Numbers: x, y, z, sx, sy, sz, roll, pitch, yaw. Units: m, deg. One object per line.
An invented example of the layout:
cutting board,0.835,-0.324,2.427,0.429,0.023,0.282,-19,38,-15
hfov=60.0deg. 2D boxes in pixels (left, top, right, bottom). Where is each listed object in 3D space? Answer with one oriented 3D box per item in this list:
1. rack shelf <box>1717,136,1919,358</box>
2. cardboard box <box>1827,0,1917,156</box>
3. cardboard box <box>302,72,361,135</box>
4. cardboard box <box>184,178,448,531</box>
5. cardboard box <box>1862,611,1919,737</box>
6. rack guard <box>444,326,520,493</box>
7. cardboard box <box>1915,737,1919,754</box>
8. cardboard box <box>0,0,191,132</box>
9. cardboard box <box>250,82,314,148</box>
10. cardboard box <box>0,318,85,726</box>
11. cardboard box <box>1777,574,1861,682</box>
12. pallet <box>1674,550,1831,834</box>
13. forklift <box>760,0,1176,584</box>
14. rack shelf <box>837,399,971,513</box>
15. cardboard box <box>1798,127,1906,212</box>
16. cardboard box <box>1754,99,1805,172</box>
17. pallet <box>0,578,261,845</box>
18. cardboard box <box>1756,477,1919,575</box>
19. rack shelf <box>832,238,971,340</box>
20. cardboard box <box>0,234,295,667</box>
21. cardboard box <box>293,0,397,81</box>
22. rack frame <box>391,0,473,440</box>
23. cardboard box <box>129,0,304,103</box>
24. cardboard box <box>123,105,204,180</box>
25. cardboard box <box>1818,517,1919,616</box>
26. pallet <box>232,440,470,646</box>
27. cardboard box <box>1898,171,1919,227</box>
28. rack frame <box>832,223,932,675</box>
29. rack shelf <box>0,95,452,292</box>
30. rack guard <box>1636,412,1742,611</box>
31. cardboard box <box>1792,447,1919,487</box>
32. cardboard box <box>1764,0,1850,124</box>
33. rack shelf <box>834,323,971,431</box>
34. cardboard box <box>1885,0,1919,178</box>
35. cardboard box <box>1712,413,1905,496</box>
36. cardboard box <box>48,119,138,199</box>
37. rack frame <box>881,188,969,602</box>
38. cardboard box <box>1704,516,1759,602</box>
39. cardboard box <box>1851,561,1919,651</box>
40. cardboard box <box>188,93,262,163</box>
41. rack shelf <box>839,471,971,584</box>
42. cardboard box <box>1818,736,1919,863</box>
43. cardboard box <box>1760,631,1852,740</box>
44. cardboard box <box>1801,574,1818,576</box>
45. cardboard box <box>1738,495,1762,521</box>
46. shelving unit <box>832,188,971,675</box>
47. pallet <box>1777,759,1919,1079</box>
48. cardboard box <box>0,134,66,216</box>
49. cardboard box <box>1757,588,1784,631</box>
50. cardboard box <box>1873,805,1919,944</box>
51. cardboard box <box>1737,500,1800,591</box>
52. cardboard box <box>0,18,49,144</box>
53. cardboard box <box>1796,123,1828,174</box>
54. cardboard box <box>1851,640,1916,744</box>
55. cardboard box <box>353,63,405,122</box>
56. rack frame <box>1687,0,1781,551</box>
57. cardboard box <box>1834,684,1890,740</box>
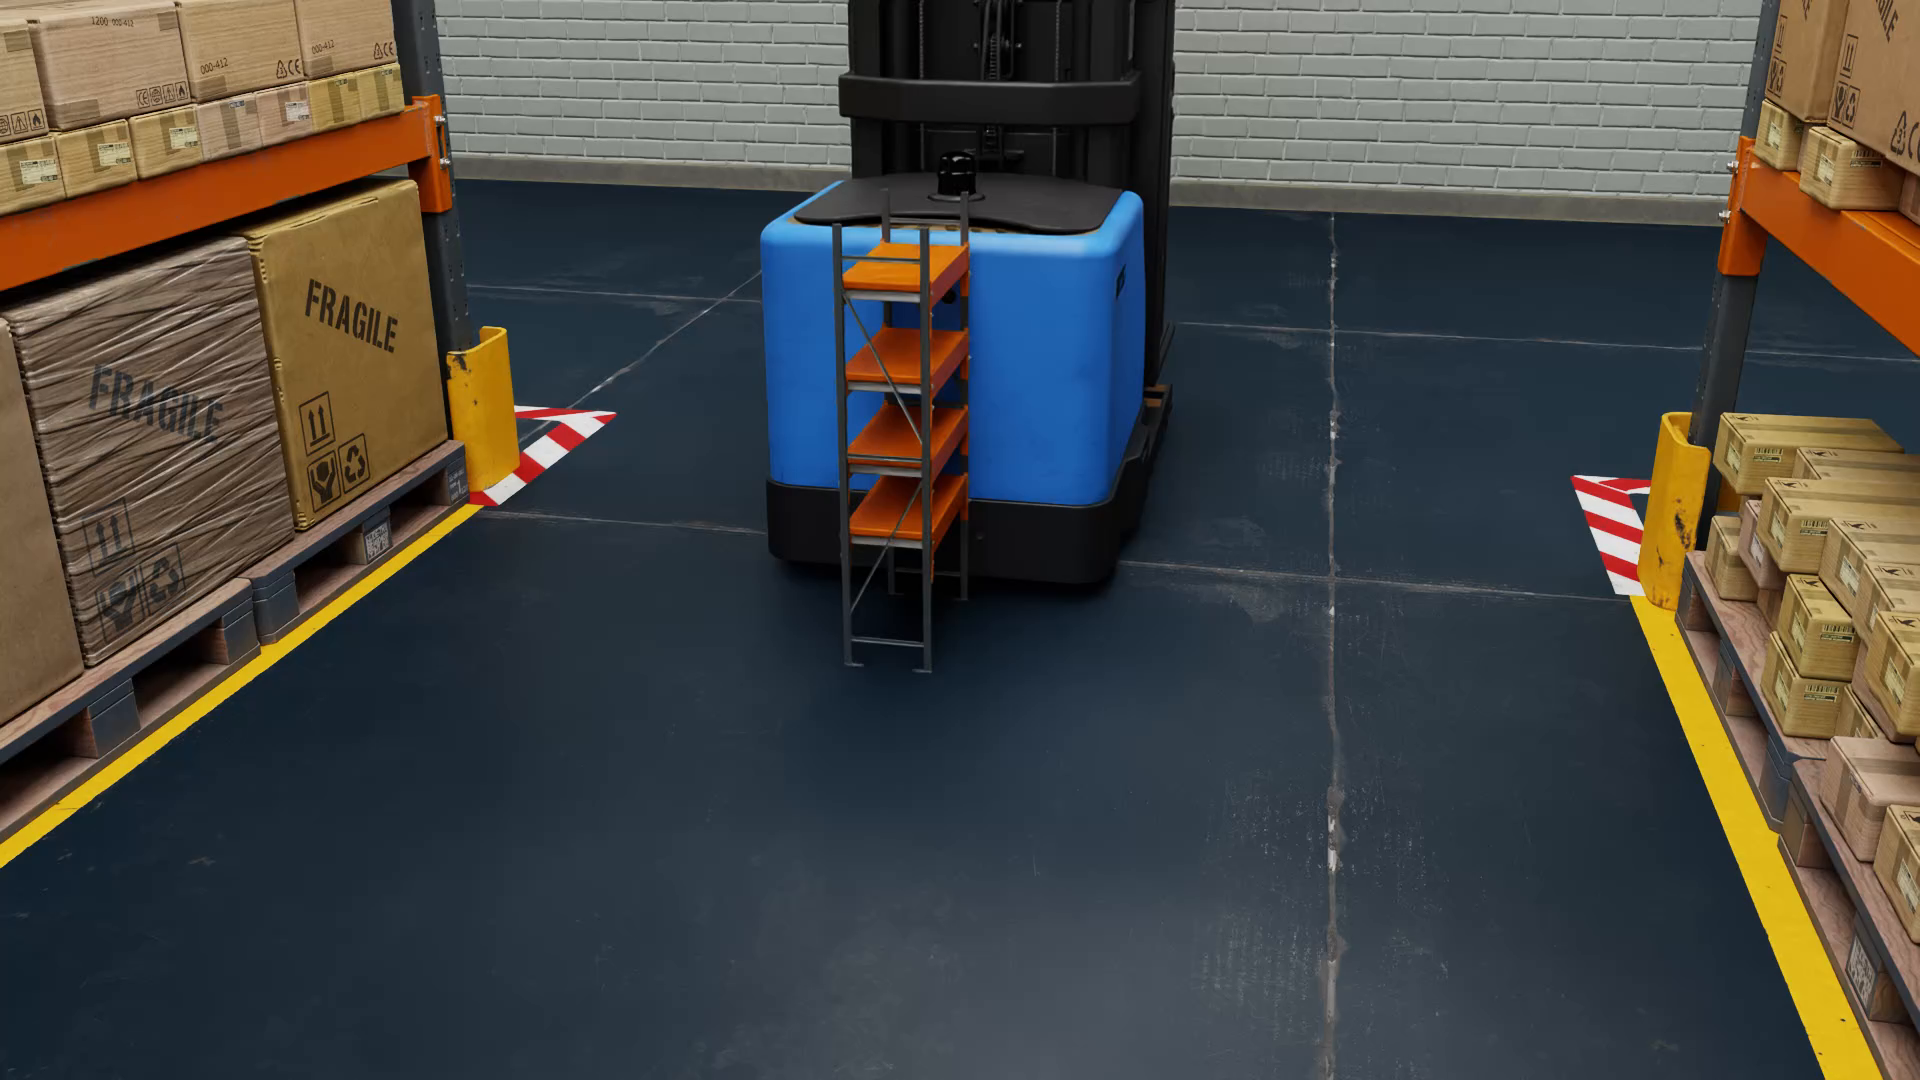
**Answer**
rack shelf,2.235,-0.169,2.722,1.077,0.370,4.000,4,22,11
cardboard box,2.196,-1.078,3.483,0.500,0.500,0.500,5,22,11
cardboard box,-1.994,-1.282,4.859,0.380,0.149,0.250,5,22,11
cardboard box,-2.244,-0.618,5.156,0.875,0.875,0.875,4,22,11
cardboard box,1.954,0.266,3.136,0.380,0.149,0.250,5,22,12
rack guard,-2.187,-0.499,5.923,1.175,0.500,0.348,4,22,11
cardboard box,2.076,0.412,3.172,0.380,0.149,0.250,6,23,14
cardboard box,-2.239,-1.149,3.993,0.500,0.250,0.500,4,22,9
cardboard box,-2.046,-1.190,4.630,0.380,0.149,0.250,5,22,11
cardboard box,-2.612,0.040,3.521,0.875,0.875,0.875,4,22,11
cardboard box,2.052,0.205,3.685,0.380,0.149,0.250,5,23,13
pallet,2.427,0.381,4.124,1.003,0.211,1.213,4,22,11
forklift,0.217,-1.750,5.776,1.130,2.935,3.031,4,22,11
rack shelf,-0.144,-0.234,4.508,0.258,0.148,0.480,4,22,11
cardboard box,2.137,-0.834,3.745,0.380,0.149,0.250,4,22,9
cardboard box,2.256,-1.024,4.218,0.380,0.149,0.250,4,22,10
pallet,-2.530,0.387,4.109,1.003,0.211,1.213,4,22,11
cardboard box,2.088,-0.025,3.857,0.380,0.149,0.250,4,22,11
rack shelf,-0.144,-0.661,4.336,0.258,0.148,0.480,4,22,11
cardboard box,-2.430,-0.286,4.330,0.875,0.875,0.875,4,22,11
cardboard box,-2.031,-1.520,4.916,0.500,0.250,0.500,4,22,10
rack frame,-2.192,-1.649,5.434,1.000,3.000,0.127,4,22,11
cardboard box,-2.135,-1.335,4.456,0.500,0.250,0.500,4,22,10
cardboard box,-2.149,-1.004,4.167,0.380,0.149,0.250,4,22,10
cardboard box,2.118,0.072,3.616,0.380,0.149,0.250,3,22,8
pallet,-2.279,-0.058,5.214,1.003,0.211,1.213,4,22,11
cardboard box,2.218,-0.729,3.484,0.380,0.149,0.250,6,23,13
rack frame,-0.193,-0.207,4.261,0.240,1.200,0.015,4,22,11
rack shelf,-2.600,-0.584,3.752,1.077,0.370,4.000,4,22,11
rack guard,2.627,-0.047,4.801,1.175,0.500,0.348,4,22,11
cardboard box,2.265,-0.107,4.062,0.380,0.149,0.250,5,22,12
cardboard box,2.281,-1.276,3.974,0.500,0.500,0.500,6,23,13
rack shelf,-0.144,-0.441,4.424,0.258,0.148,0.480,4,22,11
cardboard box,2.084,-0.900,3.040,0.500,0.500,0.500,5,22,12
cardboard box,2.203,-0.217,4.335,0.380,0.149,0.250,3,22,8
cardboard box,-2.202,-0.909,3.932,0.380,0.149,0.250,5,22,11
rack frame,-0.094,-0.385,4.704,0.240,1.200,0.015,4,22,11
cardboard box,2.223,0.060,4.442,0.380,0.149,0.250,5,22,12
cardboard box,2.053,0.173,3.366,0.380,0.149,0.250,5,23,13
cardboard box,-2.098,-1.099,4.403,0.380,0.149,0.250,5,22,12
rack shelf,-0.144,-0.049,4.582,0.258,0.148,0.480,4,22,11
cardboard box,1.951,0.524,3.291,0.380,0.149,0.250,3,22,8
cardboard box,2.046,0.339,3.751,0.380,0.149,0.250,5,22,12
cardboard box,2.210,0.119,3.898,0.380,0.149,0.250,5,22,12
cardboard box,2.285,-0.073,4.375,0.380,0.149,0.250,5,23,13
shelving unit,-0.144,-0.296,4.483,0.258,1.200,0.503,4,22,11
pallet,2.176,0.826,3.020,1.003,0.211,1.213,4,22,11
cardboard box,-2.255,-0.819,3.707,0.380,0.149,0.250,5,22,12
cardboard box,2.249,0.162,4.189,0.380,0.149,0.250,4,22,11
cardboard box,1.920,0.627,3.035,0.380,0.149,0.250,4,22,11
cardboard box,2.173,0.023,4.137,0.380,0.149,0.250,4,22,11
cardboard box,-2.341,-0.958,3.520,0.500,0.250,0.500,4,22,11
cardboard box,2.244,-0.928,3.979,0.380,0.149,0.250,5,23,13
cardboard box,2.090,0.309,3.426,0.380,0.149,0.250,3,22,8
cardboard box,-1.942,-1.378,5.095,0.380,0.149,0.250,5,22,12
rack frame,2.643,-1.234,4.403,1.000,3.000,0.127,4,22,11
cardboard box,2.087,0.439,3.501,0.380,0.149,0.250,5,22,11
